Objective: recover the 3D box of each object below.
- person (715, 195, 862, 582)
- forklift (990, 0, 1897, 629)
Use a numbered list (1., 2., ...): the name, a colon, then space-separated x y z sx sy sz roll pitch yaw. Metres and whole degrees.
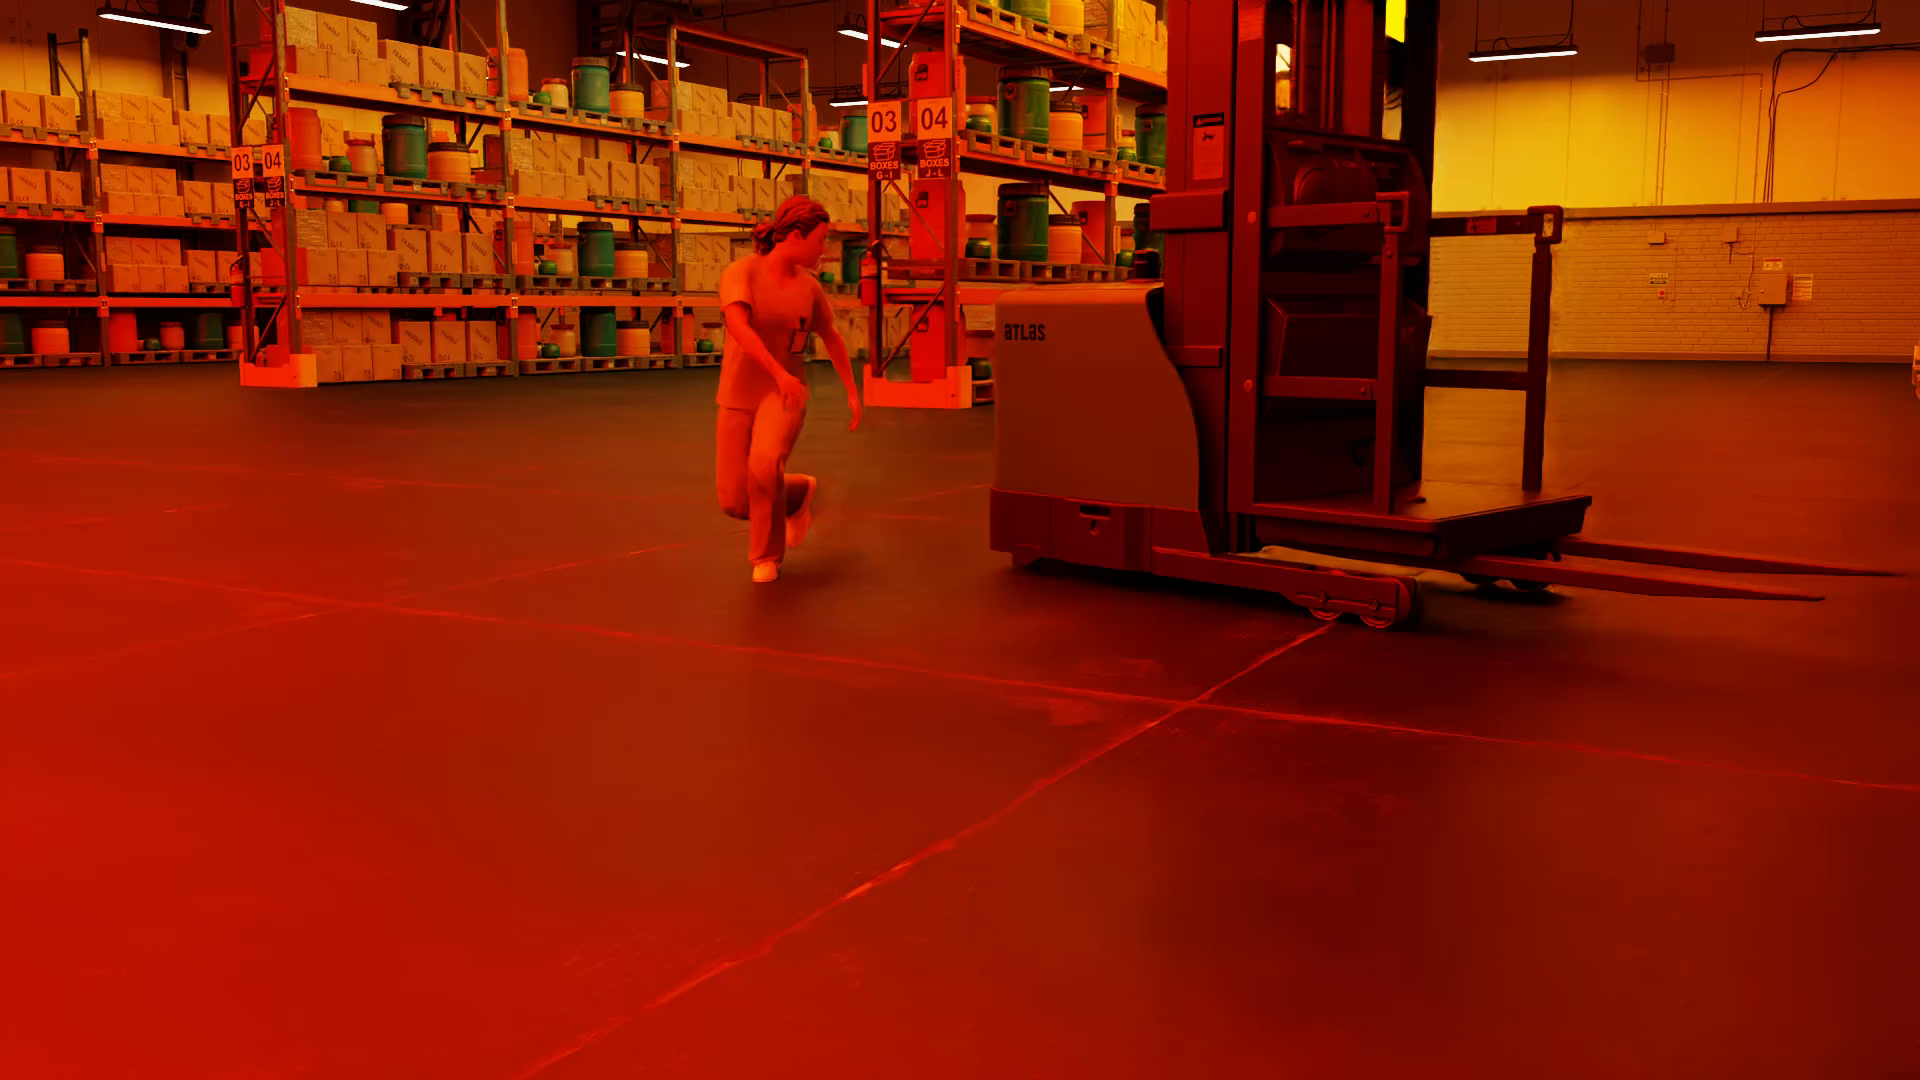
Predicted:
1. person: -0.663 -0.582 6.413 0.562 1.456 0.838 0 8 -2
2. forklift: 1.509 -1.250 5.650 1.130 2.935 3.031 -8 11 -44
